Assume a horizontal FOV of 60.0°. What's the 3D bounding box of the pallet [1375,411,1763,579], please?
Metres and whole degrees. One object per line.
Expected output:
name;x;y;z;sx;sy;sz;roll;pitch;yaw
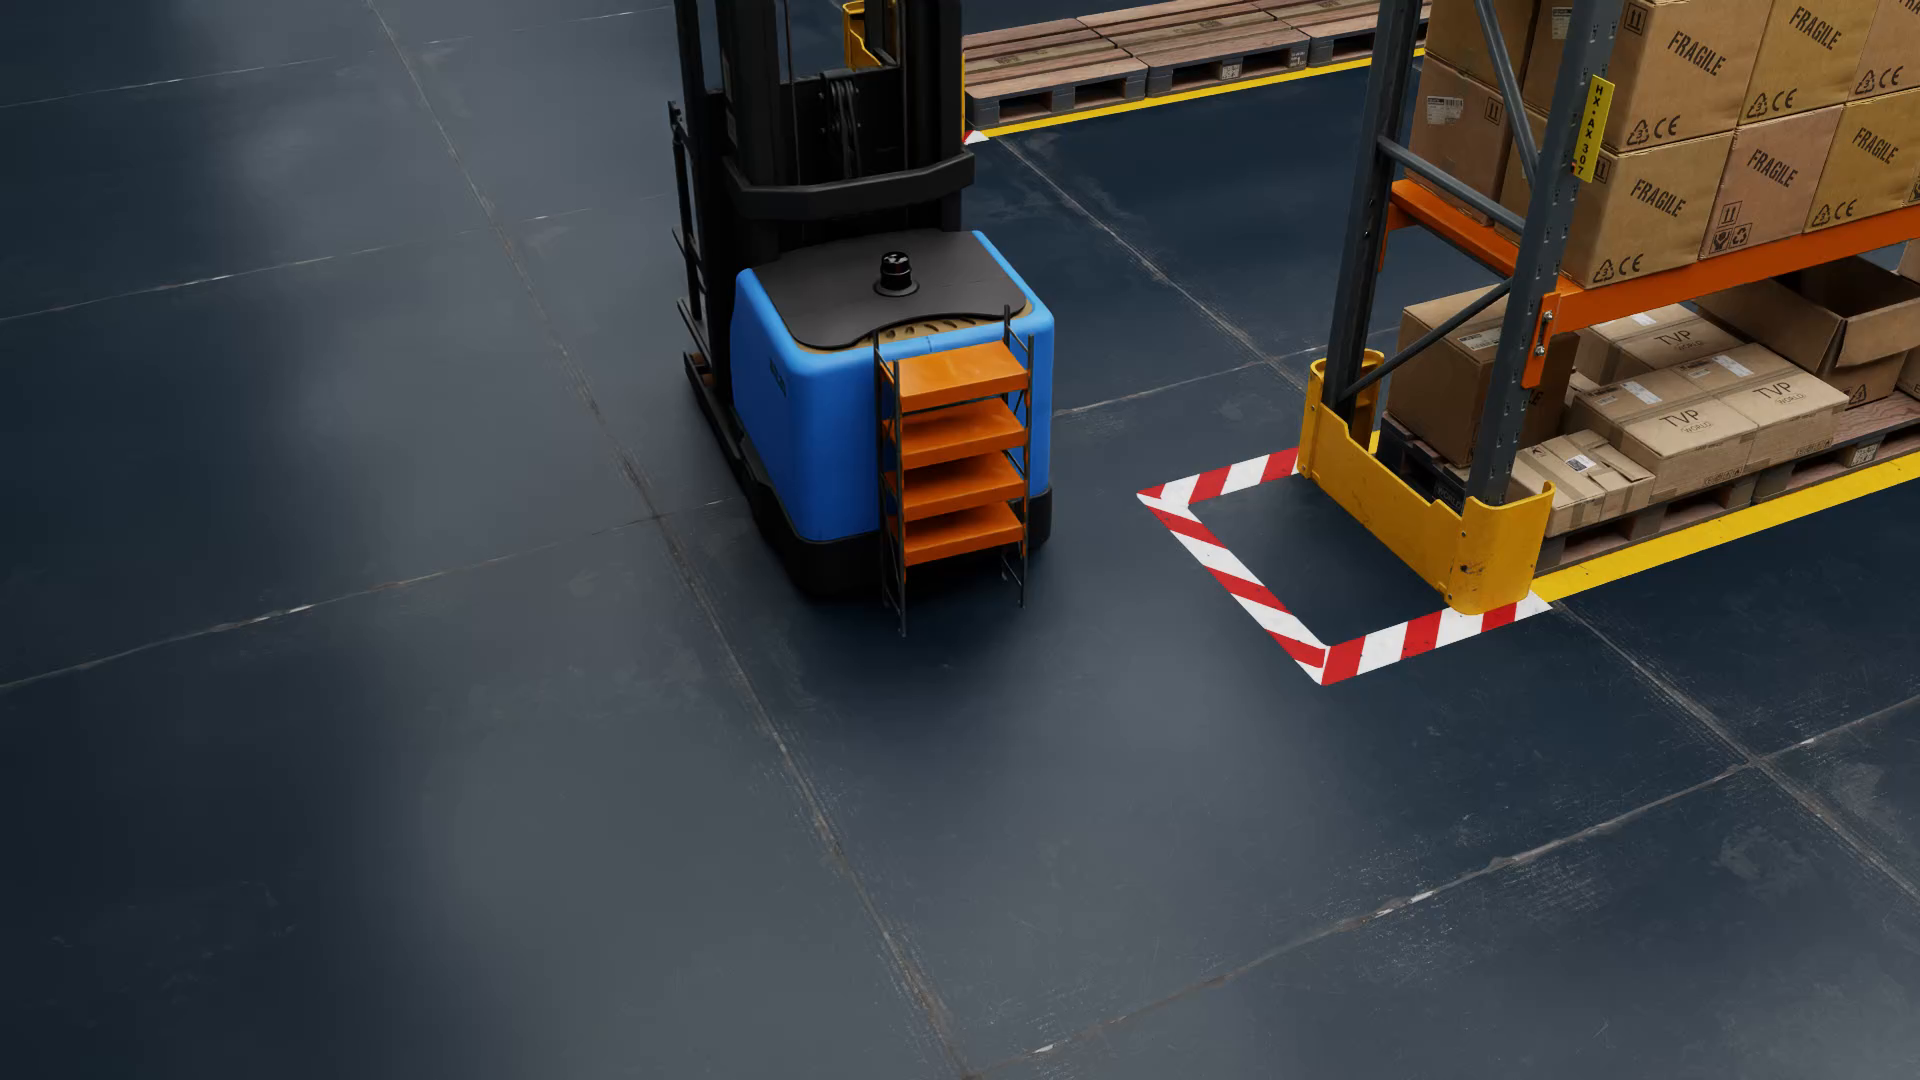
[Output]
pallet;2.554;-0.344;7.037;1.213;0.211;1.003;-16;39;-20

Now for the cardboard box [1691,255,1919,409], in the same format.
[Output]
cardboard box;3.686;-0.951;7.240;0.637;0.503;0.797;-16;39;-20

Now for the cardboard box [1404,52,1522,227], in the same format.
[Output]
cardboard box;2.053;-1.543;6.228;0.500;0.500;0.500;-14;39;-19

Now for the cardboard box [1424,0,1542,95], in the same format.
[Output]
cardboard box;2.050;-1.945;5.931;0.500;0.500;0.500;-16;39;-20

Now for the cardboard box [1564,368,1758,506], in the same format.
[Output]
cardboard box;2.829;-0.426;6.745;0.500;0.250;0.500;-16;39;-20

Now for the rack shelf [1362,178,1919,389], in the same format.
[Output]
rack shelf;3.574;-1.460;6.804;4.000;0.370;1.077;-16;39;-20

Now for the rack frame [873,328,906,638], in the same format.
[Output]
rack frame;-0.252;-0.180;5.985;0.015;1.200;0.240;-13;38;-16

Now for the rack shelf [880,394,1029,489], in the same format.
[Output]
rack shelf;-0.024;-0.357;5.961;0.480;0.148;0.258;-13;38;-16

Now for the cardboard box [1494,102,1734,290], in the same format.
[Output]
cardboard box;2.277;-1.253;5.837;0.500;0.500;0.500;-15;39;-19

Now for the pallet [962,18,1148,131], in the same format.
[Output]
pallet;0.425;-2.982;10.594;1.213;0.211;1.003;-16;39;-20

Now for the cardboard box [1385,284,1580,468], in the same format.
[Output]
cardboard box;2.151;-0.686;6.885;0.500;0.500;0.500;-16;39;-20

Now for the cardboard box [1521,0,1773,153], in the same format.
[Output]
cardboard box;2.277;-1.654;5.539;0.500;0.500;0.500;-14;39;-19

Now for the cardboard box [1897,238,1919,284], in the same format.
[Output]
cardboard box;4.913;-1.362;7.956;0.500;0.311;0.500;-16;39;-20

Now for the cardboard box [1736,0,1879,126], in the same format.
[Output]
cardboard box;2.747;-1.791;5.723;0.500;0.500;0.500;-15;39;-19

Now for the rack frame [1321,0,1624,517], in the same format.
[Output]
rack frame;1.764;-1.242;5.907;0.127;3.000;1.000;-16;39;-20

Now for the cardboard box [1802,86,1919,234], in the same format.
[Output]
cardboard box;3.198;-1.512;6.186;0.500;0.500;0.500;-16;39;-20

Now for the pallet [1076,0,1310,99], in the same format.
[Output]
pallet;1.528;-3.289;11.007;1.213;0.211;1.003;-16;39;-20

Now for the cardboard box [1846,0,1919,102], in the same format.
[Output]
cardboard box;3.202;-1.915;5.890;0.500;0.500;0.500;-15;39;-19

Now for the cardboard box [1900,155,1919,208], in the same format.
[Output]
cardboard box;3.651;-1.637;6.355;0.500;0.500;0.500;-15;39;-19

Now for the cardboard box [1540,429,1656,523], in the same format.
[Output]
cardboard box;2.515;-0.265;6.598;0.250;0.166;0.380;-16;39;-20

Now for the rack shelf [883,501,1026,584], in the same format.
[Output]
rack shelf;-0.024;-0.018;6.213;0.480;0.148;0.258;-13;38;-16

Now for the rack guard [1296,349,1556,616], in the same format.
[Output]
rack guard;1.832;-0.258;6.678;0.348;0.500;1.175;-16;39;-20

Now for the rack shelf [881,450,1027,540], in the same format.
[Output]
rack shelf;-0.024;-0.177;6.094;0.480;0.148;0.258;-13;38;-16

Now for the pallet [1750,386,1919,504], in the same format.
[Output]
pallet;3.657;-0.650;7.450;1.213;0.211;1.003;-16;39;-20

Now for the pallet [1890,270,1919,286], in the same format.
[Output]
pallet;4.763;-0.961;7.869;1.213;0.211;1.003;-16;39;-20

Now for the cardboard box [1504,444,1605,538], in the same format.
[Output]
cardboard box;2.289;-0.195;6.518;0.250;0.149;0.380;-16;39;-20

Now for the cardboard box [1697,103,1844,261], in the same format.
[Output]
cardboard box;2.742;-1.386;6.017;0.500;0.500;0.500;-16;39;-20

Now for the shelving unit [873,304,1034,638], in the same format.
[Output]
shelving unit;-0.024;-0.231;6.054;0.503;1.200;0.258;-13;38;-16

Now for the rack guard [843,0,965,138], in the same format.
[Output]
rack guard;-0.354;-2.897;10.237;0.348;0.500;1.175;-16;39;-20

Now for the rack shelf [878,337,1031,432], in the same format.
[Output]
rack shelf;-0.024;-0.547;5.820;0.480;0.148;0.258;-13;38;-16

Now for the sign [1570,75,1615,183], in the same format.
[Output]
sign;1.994;-1.297;5.255;0.005;0.325;0.100;-16;39;-20

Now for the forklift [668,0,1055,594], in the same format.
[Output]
forklift;-0.630;-1.849;6.783;1.130;2.935;3.031;-13;38;-16

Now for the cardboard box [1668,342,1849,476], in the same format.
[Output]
cardboard box;3.282;-0.552;6.916;0.500;0.250;0.500;-16;39;-20

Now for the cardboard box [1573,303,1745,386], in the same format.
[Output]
cardboard box;3.024;-0.809;7.262;0.500;0.250;0.500;-16;39;-20

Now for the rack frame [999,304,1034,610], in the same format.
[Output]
rack frame;0.205;-0.282;6.123;0.015;1.200;0.240;-13;38;-16

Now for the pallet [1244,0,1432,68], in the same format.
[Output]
pallet;2.634;-3.600;11.426;1.213;0.211;1.003;-16;39;-20

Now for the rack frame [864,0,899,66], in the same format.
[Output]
rack frame;-0.338;-3.915;9.510;0.127;3.000;1.000;-16;39;-20

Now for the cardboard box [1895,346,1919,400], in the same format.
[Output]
cardboard box;4.311;-0.865;7.285;0.500;0.311;0.500;-16;39;-20

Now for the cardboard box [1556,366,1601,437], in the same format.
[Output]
cardboard box;2.556;-0.606;7.057;0.250;0.166;0.380;-16;39;-20
